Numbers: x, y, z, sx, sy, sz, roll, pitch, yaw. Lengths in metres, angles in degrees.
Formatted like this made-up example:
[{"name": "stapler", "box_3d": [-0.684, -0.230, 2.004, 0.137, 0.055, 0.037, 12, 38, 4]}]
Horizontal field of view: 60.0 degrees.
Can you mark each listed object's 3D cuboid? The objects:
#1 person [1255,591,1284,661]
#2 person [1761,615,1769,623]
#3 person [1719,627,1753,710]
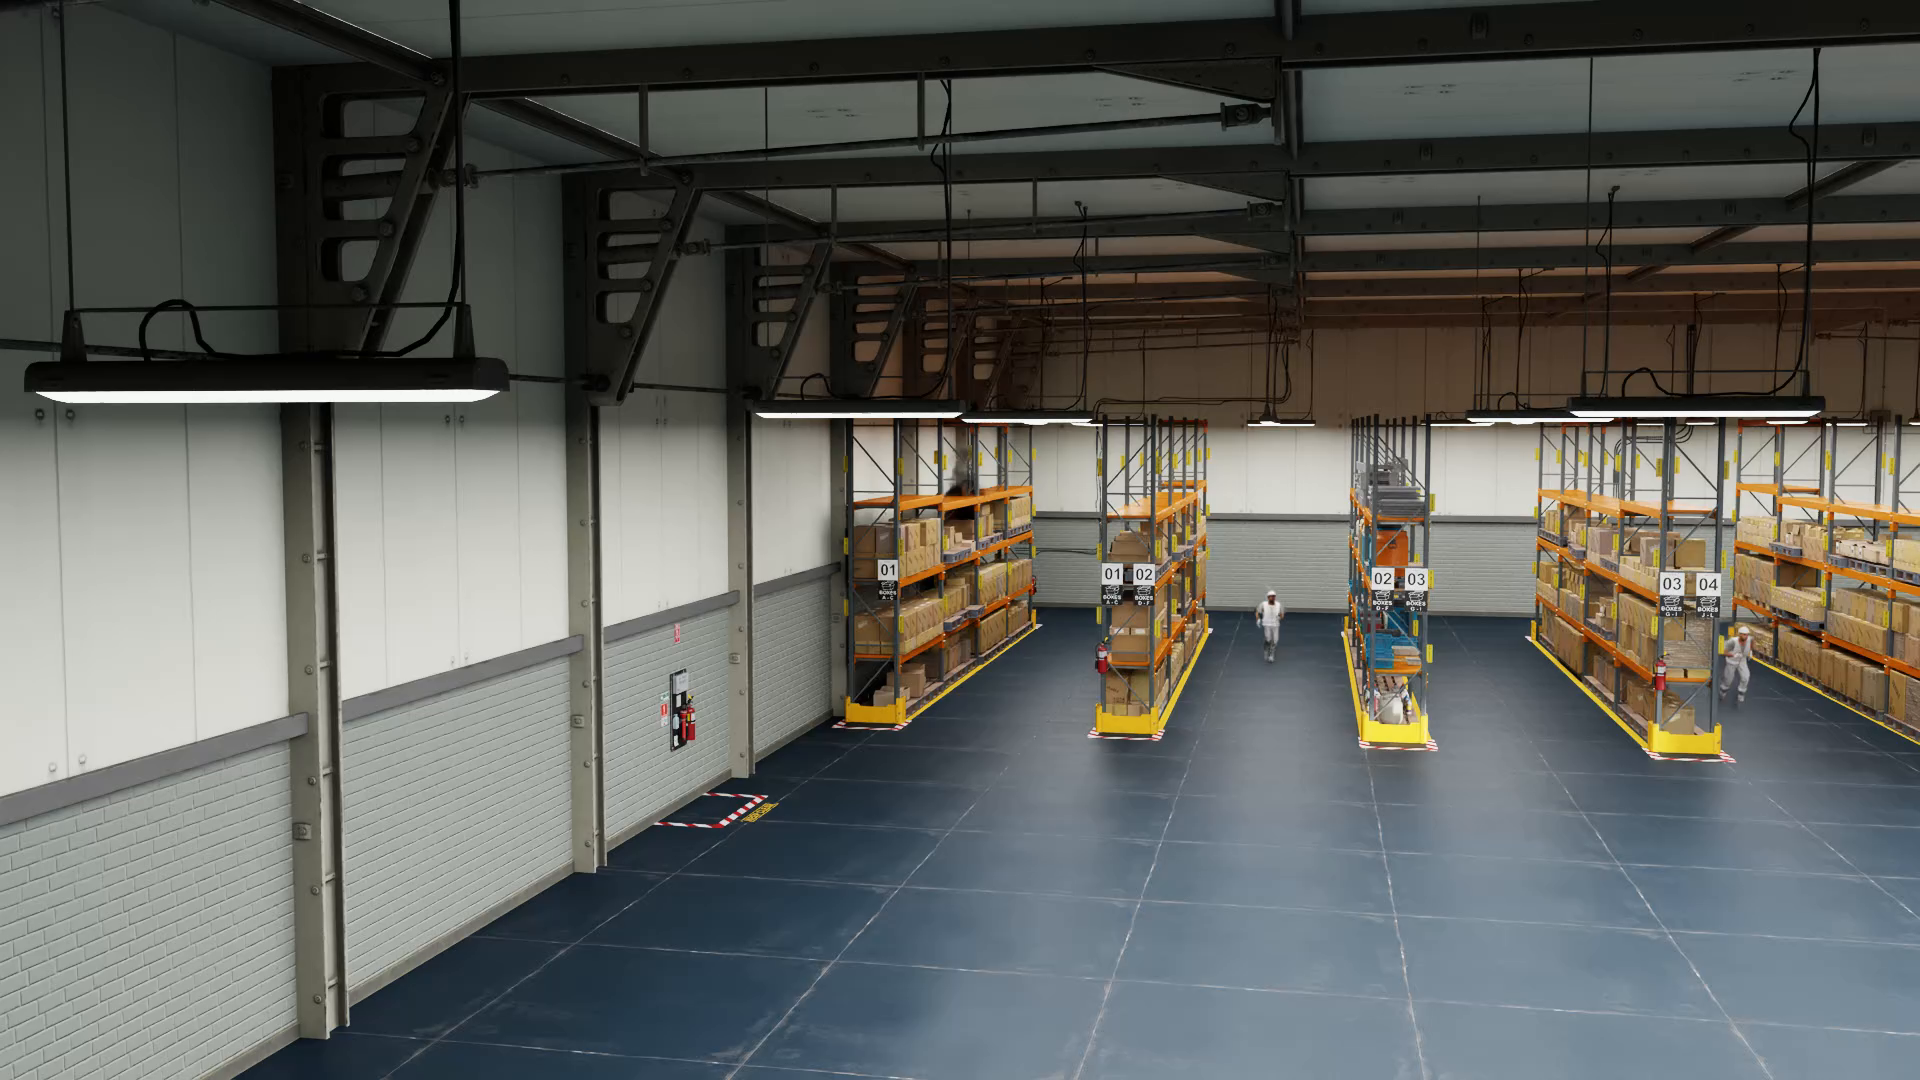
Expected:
[{"name": "person", "box_3d": [7.634, 2.119, 40.785, 0.668, 1.739, 0.634, 0, 4, -3]}, {"name": "person", "box_3d": [21.850, 1.910, 44.956, 0.617, 1.672, 0.746, -3, 5, -34]}, {"name": "person", "box_3d": [16.011, 2.615, 34.332, 0.702, 1.745, 1.016, 0, 4, -2]}]
